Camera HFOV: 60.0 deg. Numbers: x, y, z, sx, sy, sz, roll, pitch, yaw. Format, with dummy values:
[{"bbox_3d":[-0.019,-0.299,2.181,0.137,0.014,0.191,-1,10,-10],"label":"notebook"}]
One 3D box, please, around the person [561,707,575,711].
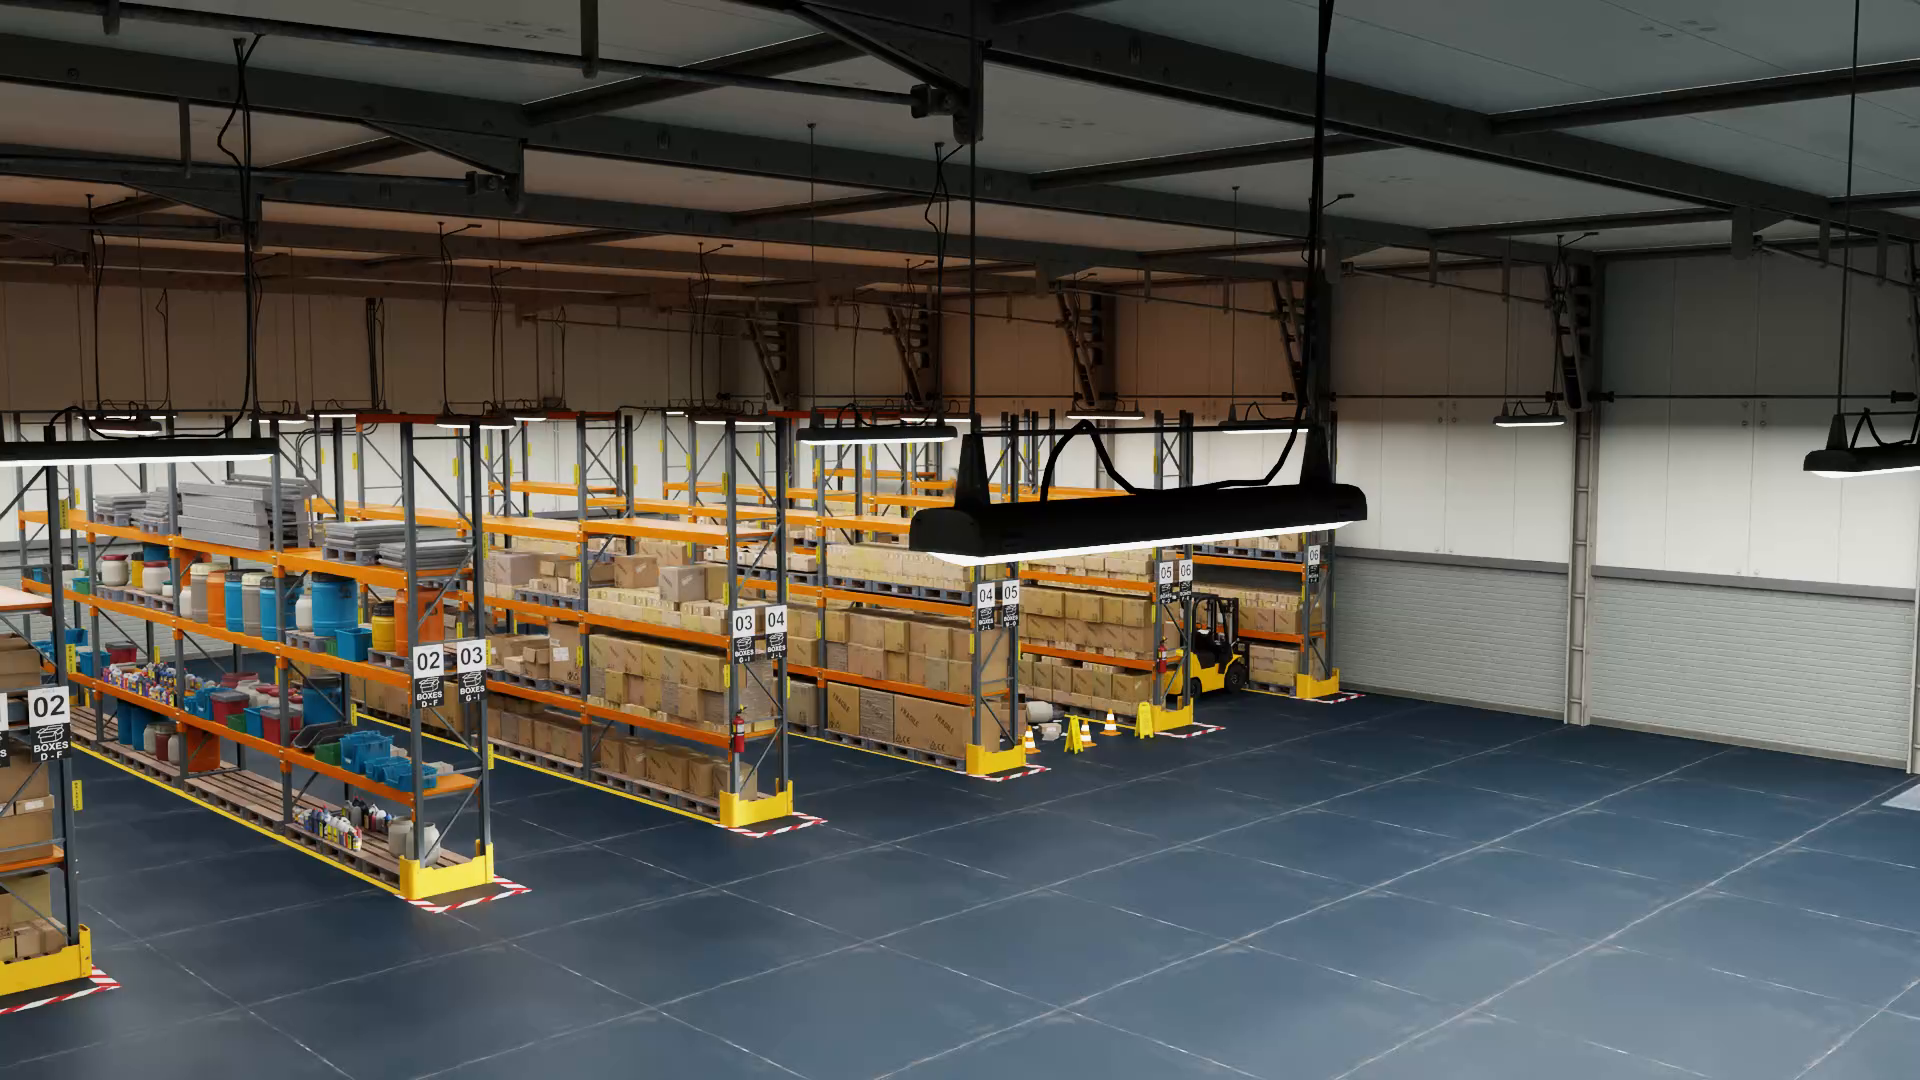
[{"bbox_3d":[-8.113,2.591,33.566,0.918,1.679,0.712,3,6,32],"label":"person"}]
